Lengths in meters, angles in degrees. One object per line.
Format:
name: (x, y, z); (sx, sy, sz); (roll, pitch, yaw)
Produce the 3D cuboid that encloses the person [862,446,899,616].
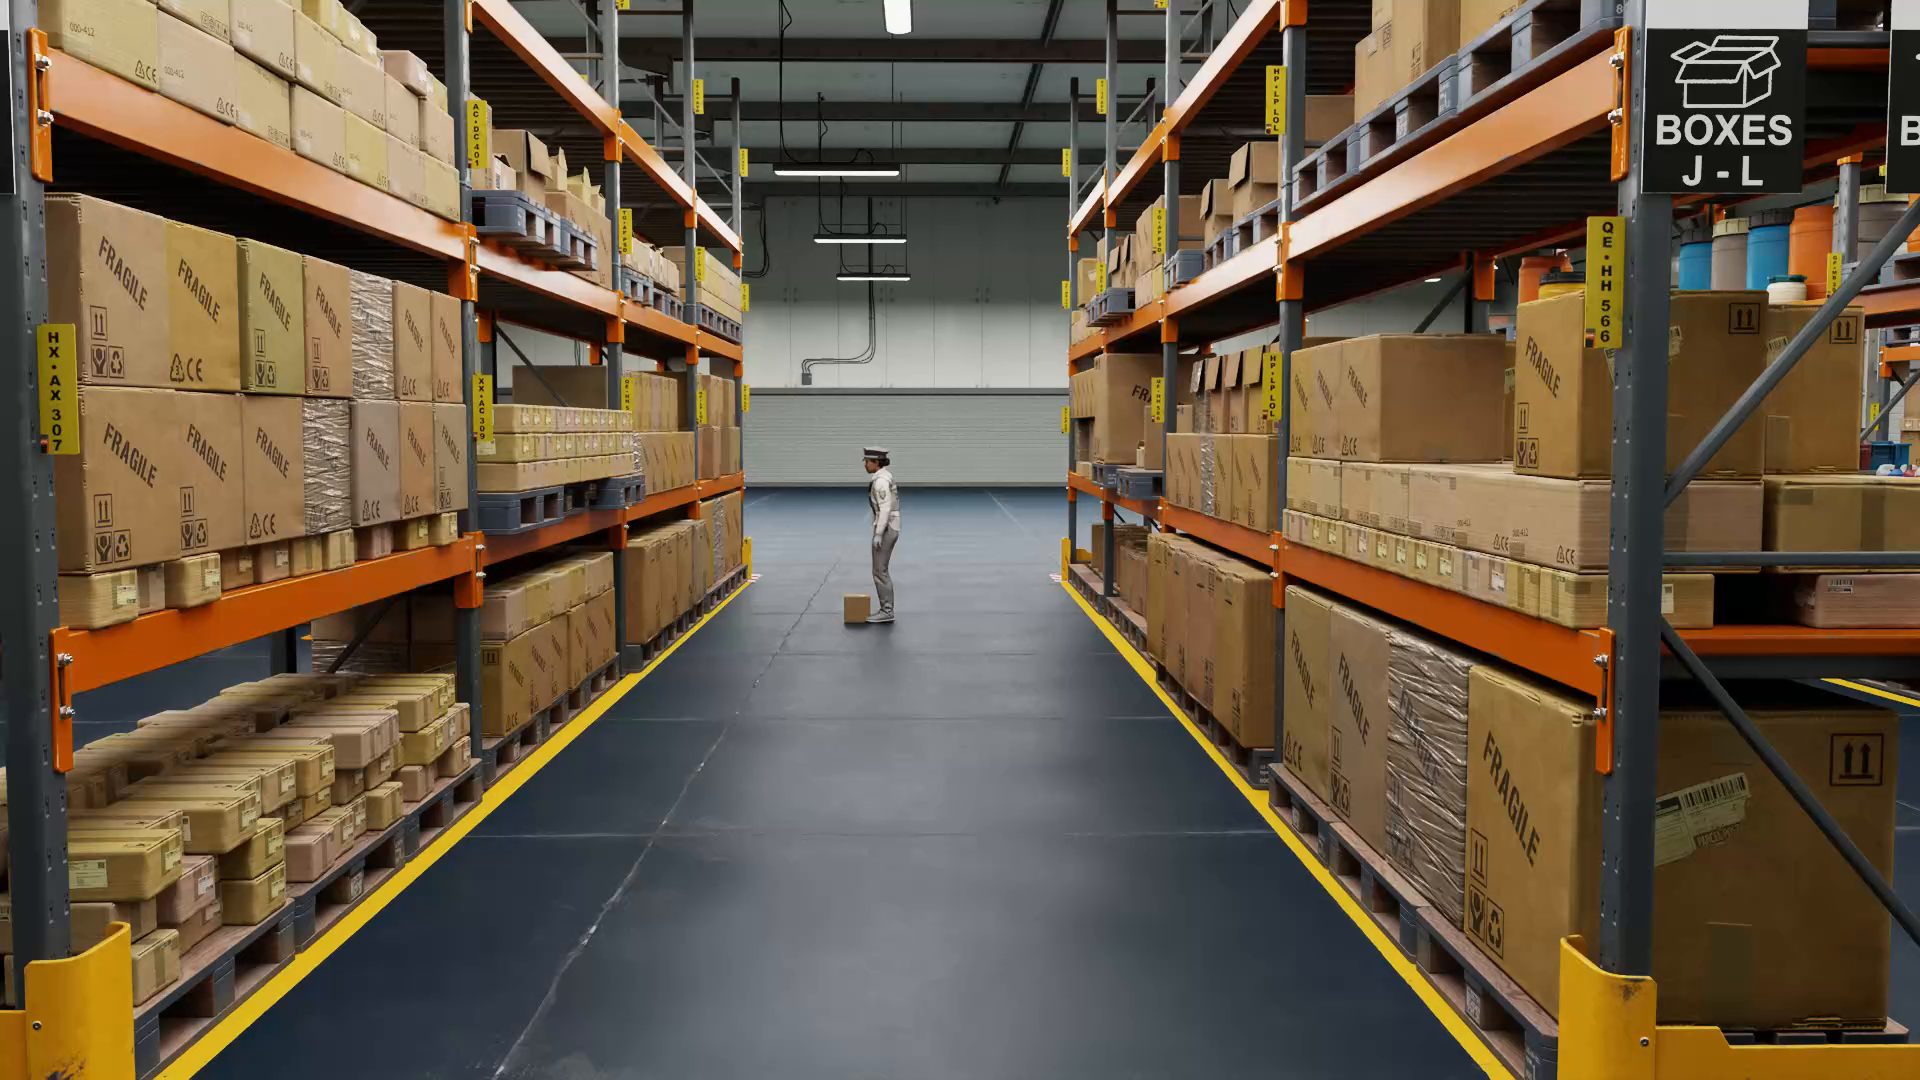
person: (-0.758, -0.087, 15.794); (0.347, 1.601, 0.507); (0, 4, -2)
